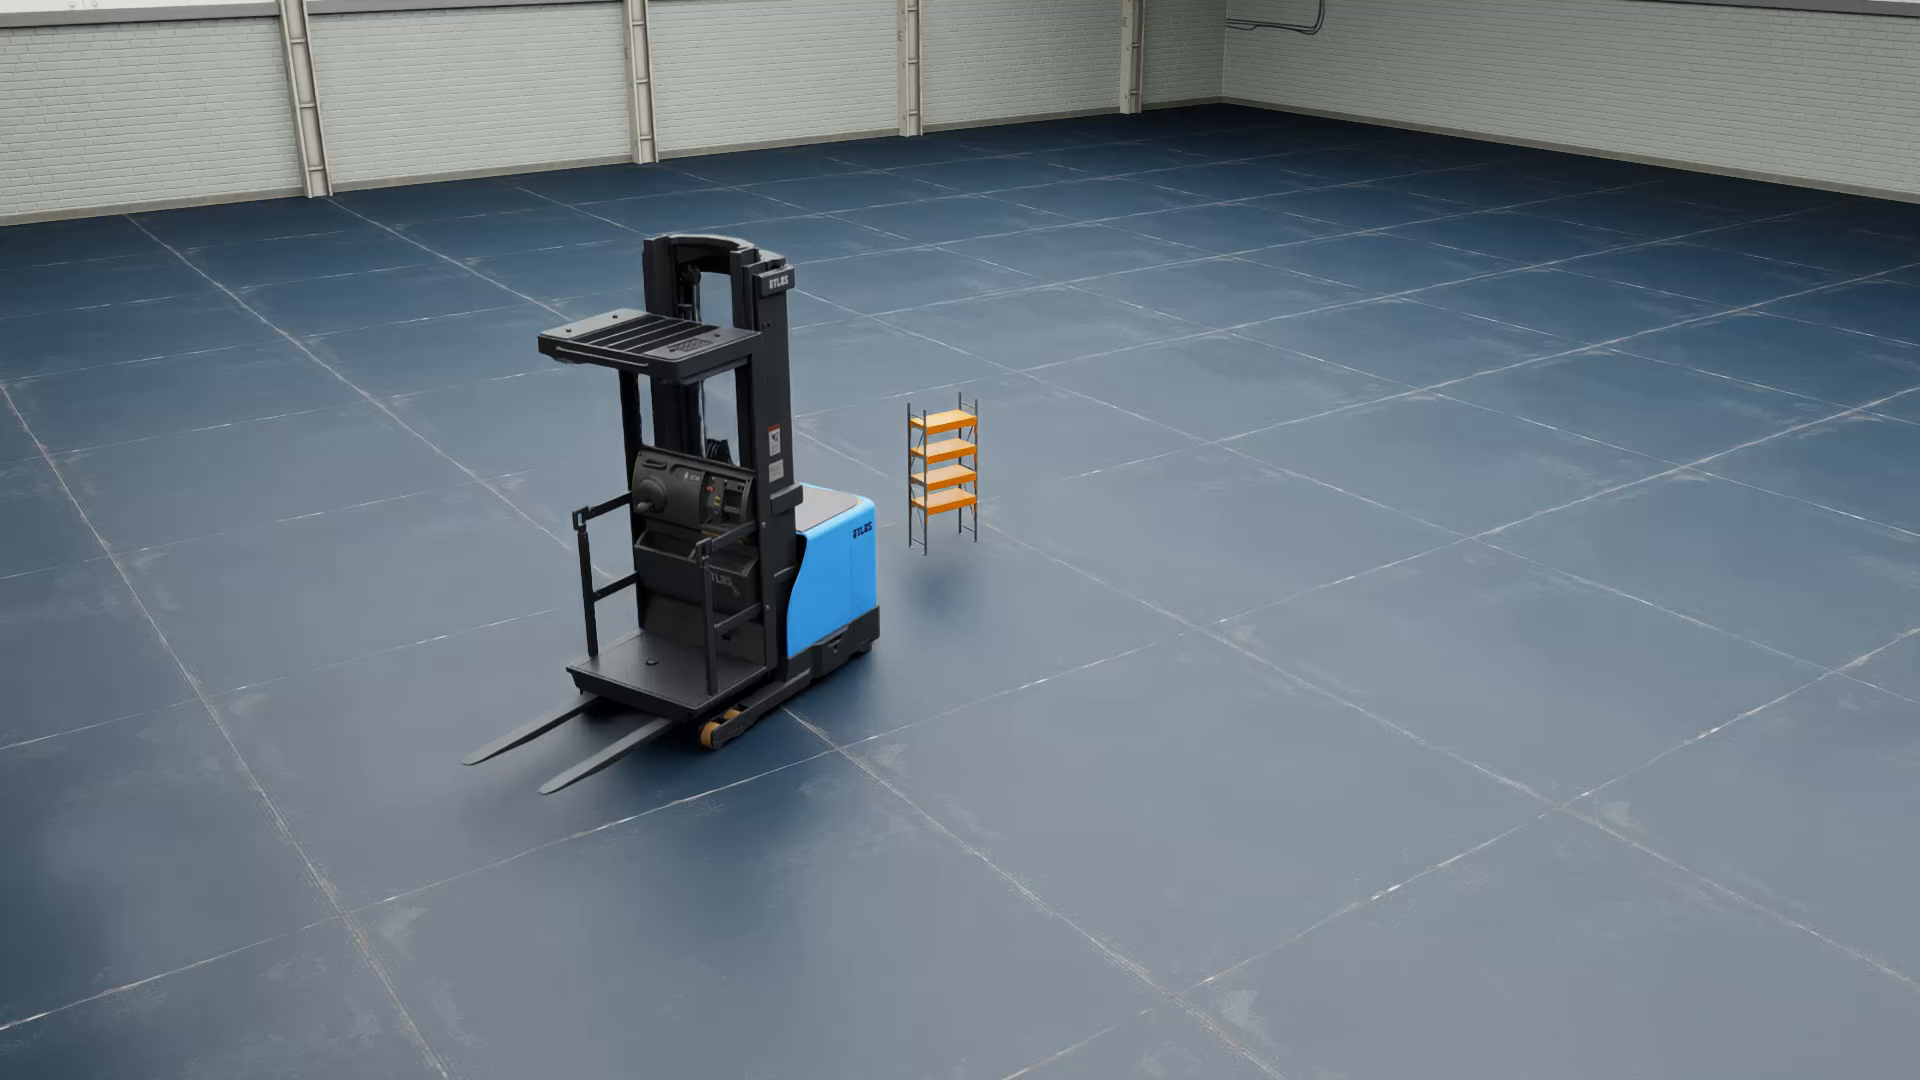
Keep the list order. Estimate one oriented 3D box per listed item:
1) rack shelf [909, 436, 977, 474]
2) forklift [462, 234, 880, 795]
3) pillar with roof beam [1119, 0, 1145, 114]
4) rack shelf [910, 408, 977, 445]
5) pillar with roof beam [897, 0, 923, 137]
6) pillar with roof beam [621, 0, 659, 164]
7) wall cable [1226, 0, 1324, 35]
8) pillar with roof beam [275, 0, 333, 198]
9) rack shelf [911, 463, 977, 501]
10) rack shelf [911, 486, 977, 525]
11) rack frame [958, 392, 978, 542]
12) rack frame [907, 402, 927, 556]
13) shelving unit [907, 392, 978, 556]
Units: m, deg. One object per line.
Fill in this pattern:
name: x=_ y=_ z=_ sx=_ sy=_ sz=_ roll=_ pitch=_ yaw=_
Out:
rack shelf: x=-0.134 y=-0.667 z=13.026 sx=0.480 sy=0.148 sz=0.258 roll=-15 pitch=26 yaw=-33
forklift: x=-1.775 y=-0.277 z=10.136 sx=1.130 sy=2.935 sz=3.031 roll=13 pitch=25 yaw=30
pillar with roof beam: x=6.365 y=-12.561 z=32.733 sx=0.400 sy=9.000 sz=9.100 roll=-15 pitch=26 yaw=-33
rack shelf: x=-0.134 y=-0.886 z=12.939 sx=0.480 sy=0.148 sz=0.258 roll=-15 pitch=26 yaw=-33
pillar with roof beam: x=1.494 y=-11.263 z=29.479 sx=0.400 sy=9.000 sz=9.100 roll=-15 pitch=26 yaw=-33
pillar with roof beam: x=-3.376 y=-9.964 z=26.224 sx=0.400 sy=9.000 sz=9.100 roll=-15 pitch=26 yaw=-33
wall cable: x=7.014 y=-12.654 z=37.156 sx=0.112 sy=2.526 sz=3.097 roll=-15 pitch=26 yaw=-33
pillar with roof beam: x=-8.246 y=-8.665 z=22.970 sx=0.400 sy=9.000 sz=9.100 roll=-15 pitch=26 yaw=-33
rack shelf: x=-0.134 y=-0.459 z=13.109 sx=0.480 sy=0.148 sz=0.258 roll=-15 pitch=26 yaw=-33
rack shelf: x=-0.134 y=-0.275 z=13.183 sx=0.480 sy=0.148 sz=0.258 roll=-15 pitch=26 yaw=-33
rack frame: x=0.064 y=-0.574 z=13.217 sx=0.015 sy=1.200 sz=0.240 roll=-15 pitch=26 yaw=-33
rack frame: x=-0.332 y=-0.469 z=12.952 sx=0.015 sy=1.200 sz=0.240 roll=-15 pitch=26 yaw=-33
shelving unit: x=-0.134 y=-0.521 z=13.084 sx=0.503 sy=1.200 sz=0.258 roll=-15 pitch=26 yaw=-33
